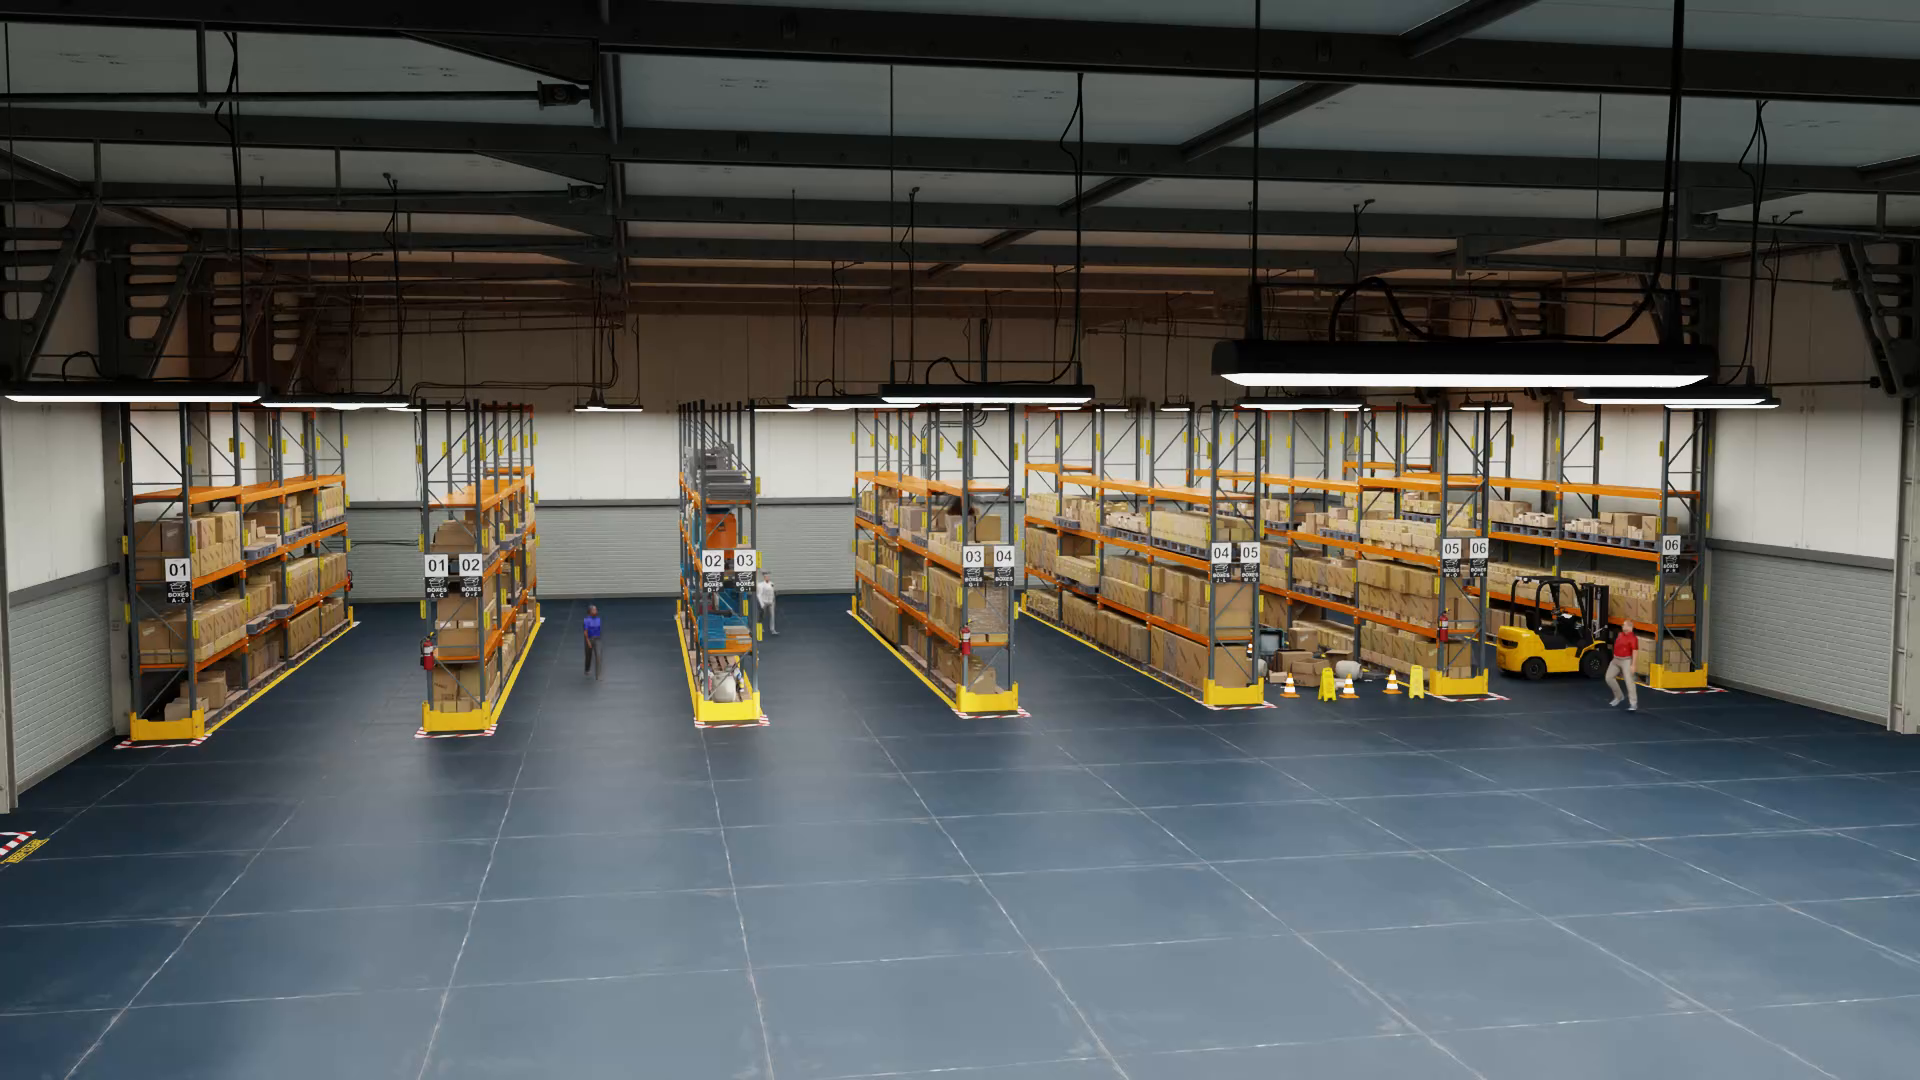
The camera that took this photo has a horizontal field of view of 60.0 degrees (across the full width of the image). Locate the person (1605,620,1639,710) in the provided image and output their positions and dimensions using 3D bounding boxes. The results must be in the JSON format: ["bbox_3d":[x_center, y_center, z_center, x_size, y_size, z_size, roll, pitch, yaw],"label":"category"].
[{"bbox_3d":[12.928,2.418,32.352,0.376,1.731,0.675,-2,5,-28],"label":"person"}]

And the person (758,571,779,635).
[{"bbox_3d":[-5.001,1.633,43.254,0.549,1.648,0.928,-3,5,-30],"label":"person"}]

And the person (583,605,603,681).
[{"bbox_3d":[-7.930,2.211,35.903,0.402,1.603,0.964,-1,5,-17],"label":"person"}]

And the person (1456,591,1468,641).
[{"bbox_3d":[11.524,1.996,38.376,0.377,1.705,0.564,1,5,19],"label":"person"}]
